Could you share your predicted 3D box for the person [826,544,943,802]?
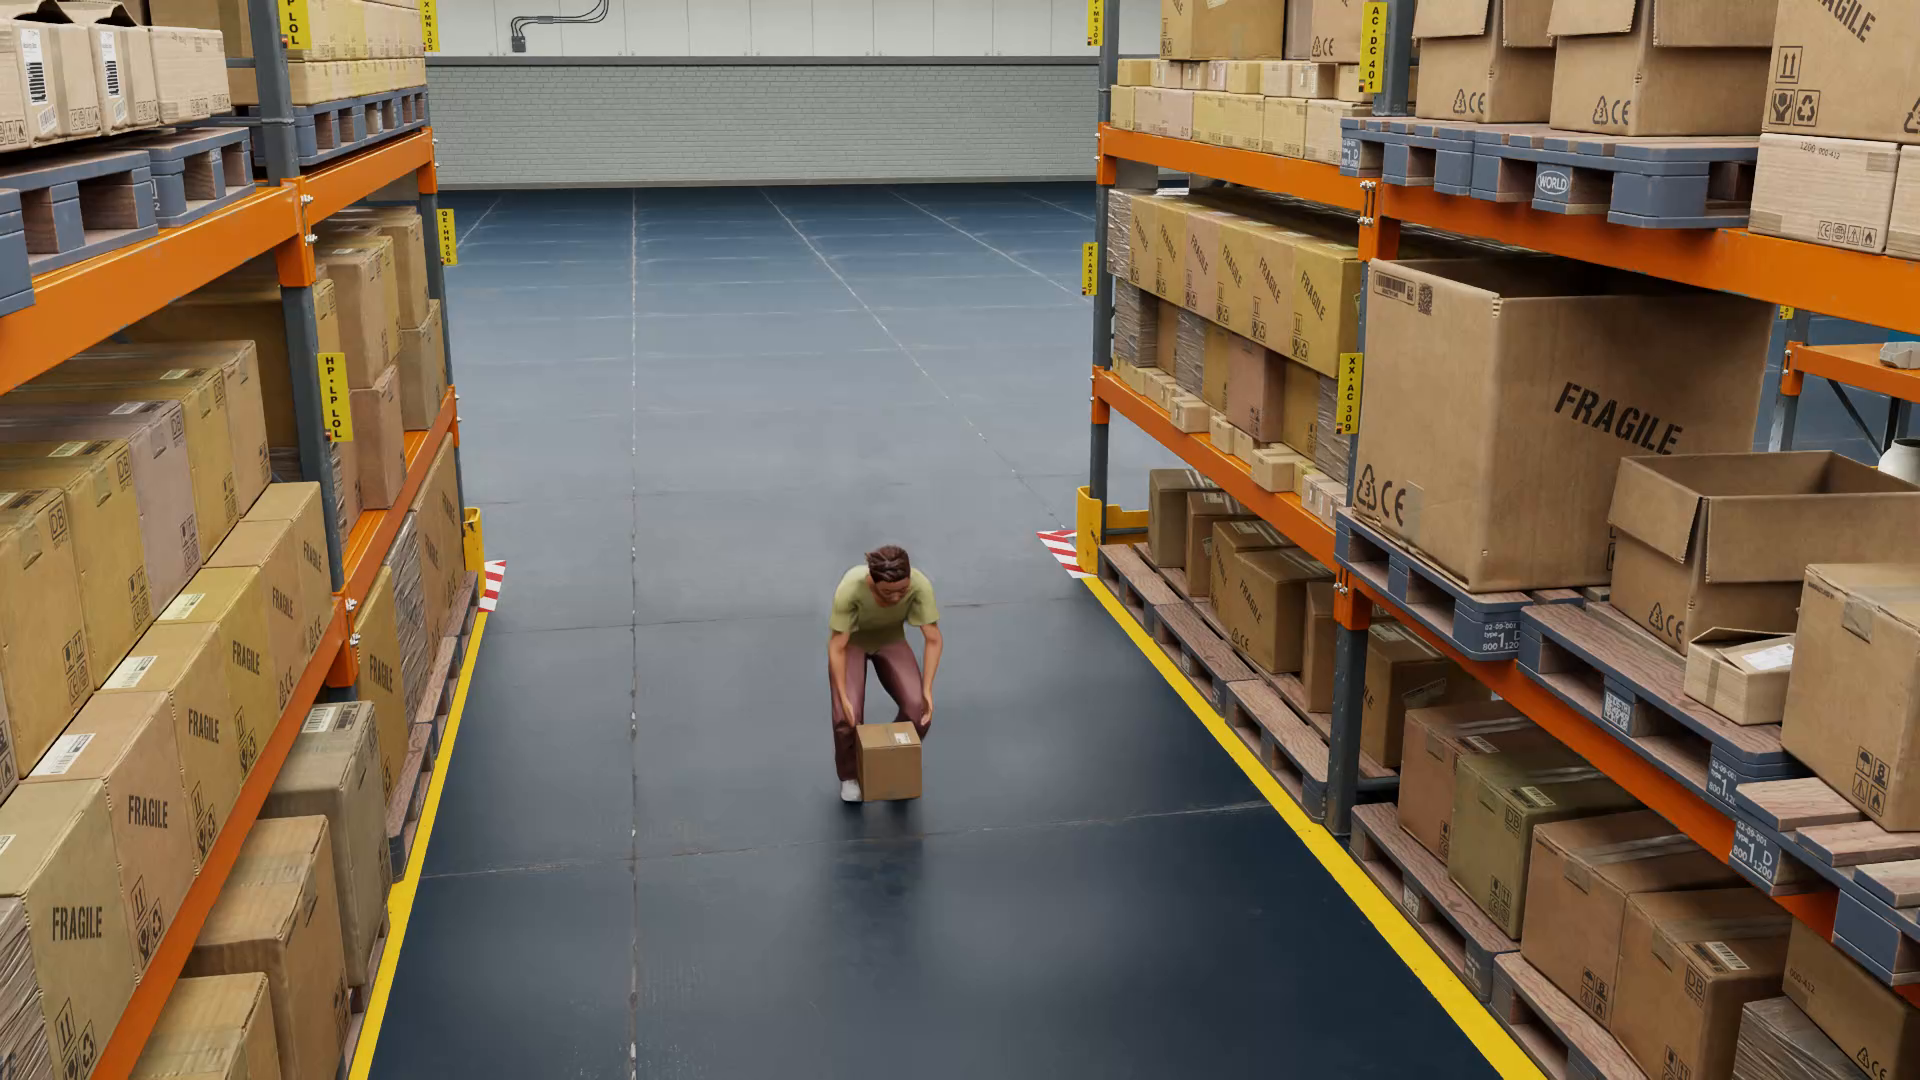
[{"bbox_3d":[-0.345,0.553,7.426,0.511,1.249,0.704,-3,17,-10],"label":"person"}]
